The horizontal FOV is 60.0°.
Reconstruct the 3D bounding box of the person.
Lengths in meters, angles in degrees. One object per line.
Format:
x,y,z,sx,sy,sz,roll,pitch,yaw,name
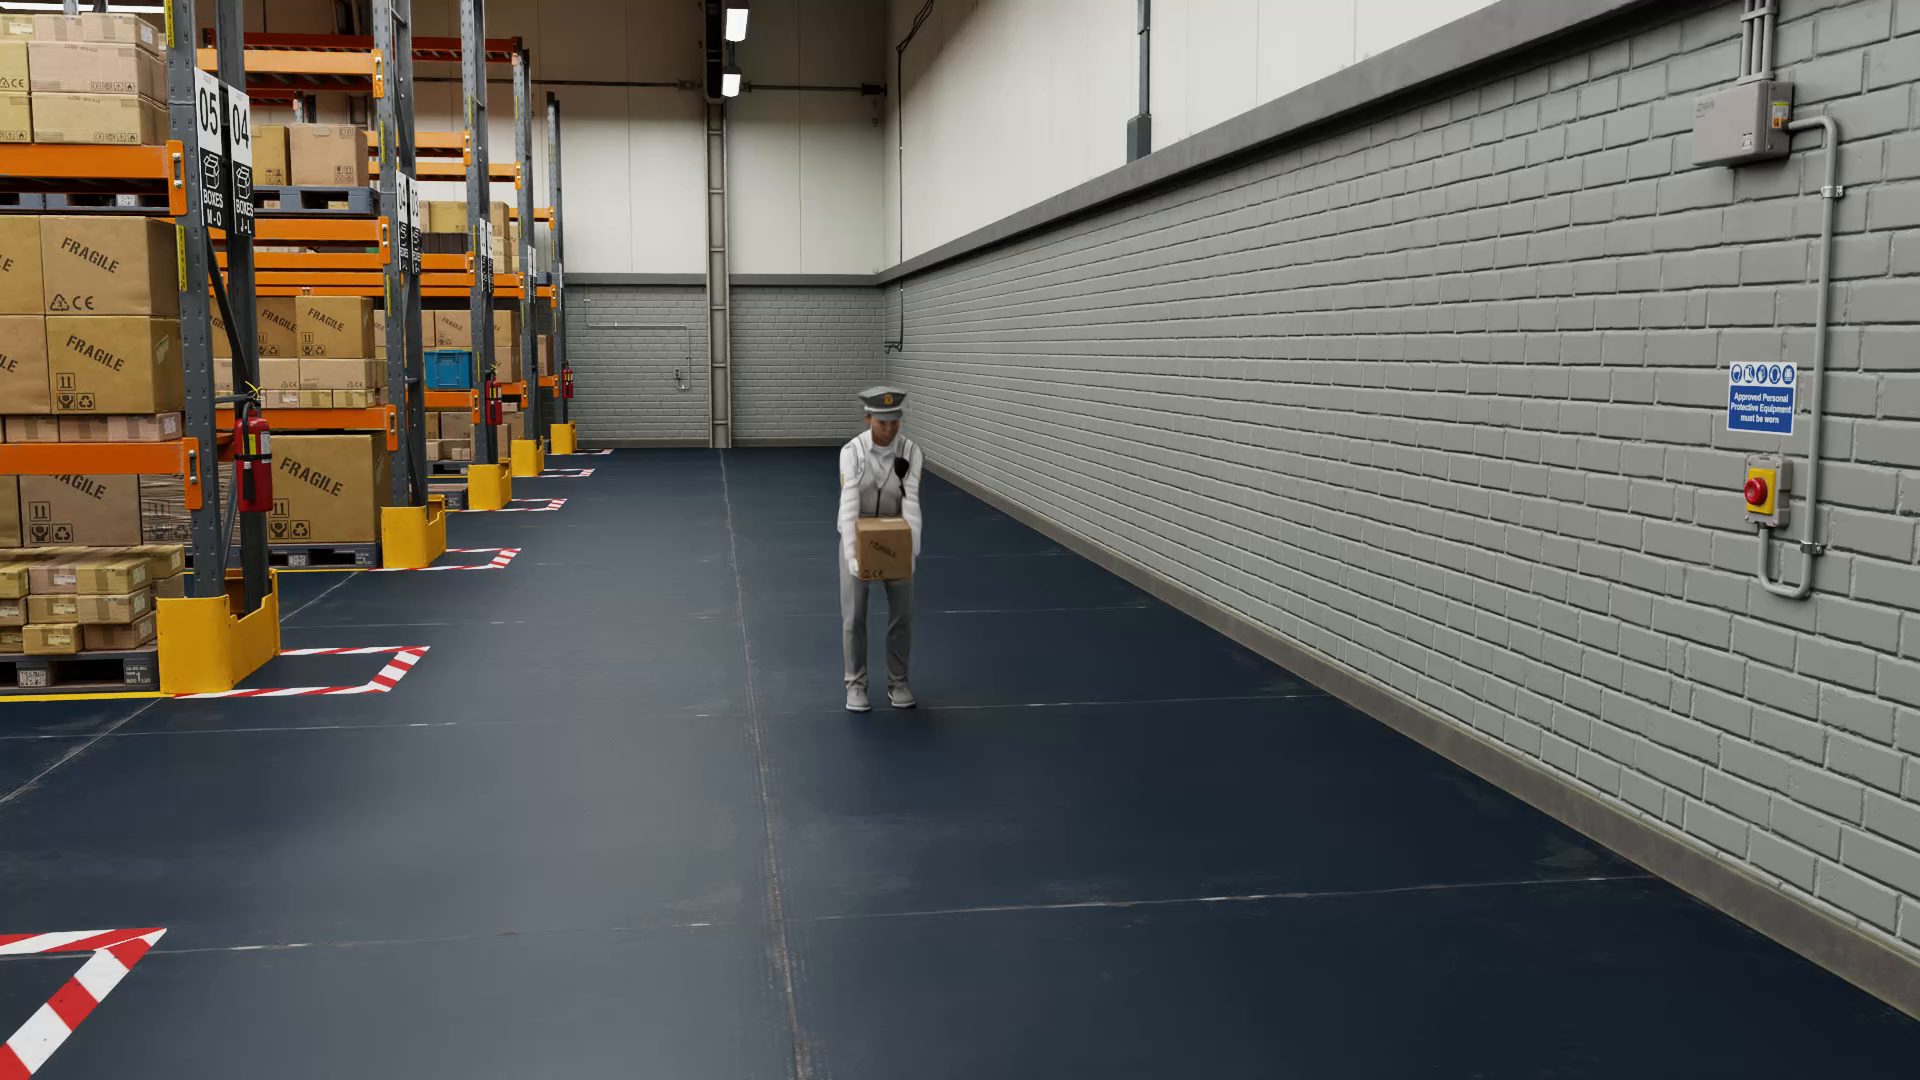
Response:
-0.395,0.046,8.239,0.410,1.605,0.570,-1,7,-10,person
